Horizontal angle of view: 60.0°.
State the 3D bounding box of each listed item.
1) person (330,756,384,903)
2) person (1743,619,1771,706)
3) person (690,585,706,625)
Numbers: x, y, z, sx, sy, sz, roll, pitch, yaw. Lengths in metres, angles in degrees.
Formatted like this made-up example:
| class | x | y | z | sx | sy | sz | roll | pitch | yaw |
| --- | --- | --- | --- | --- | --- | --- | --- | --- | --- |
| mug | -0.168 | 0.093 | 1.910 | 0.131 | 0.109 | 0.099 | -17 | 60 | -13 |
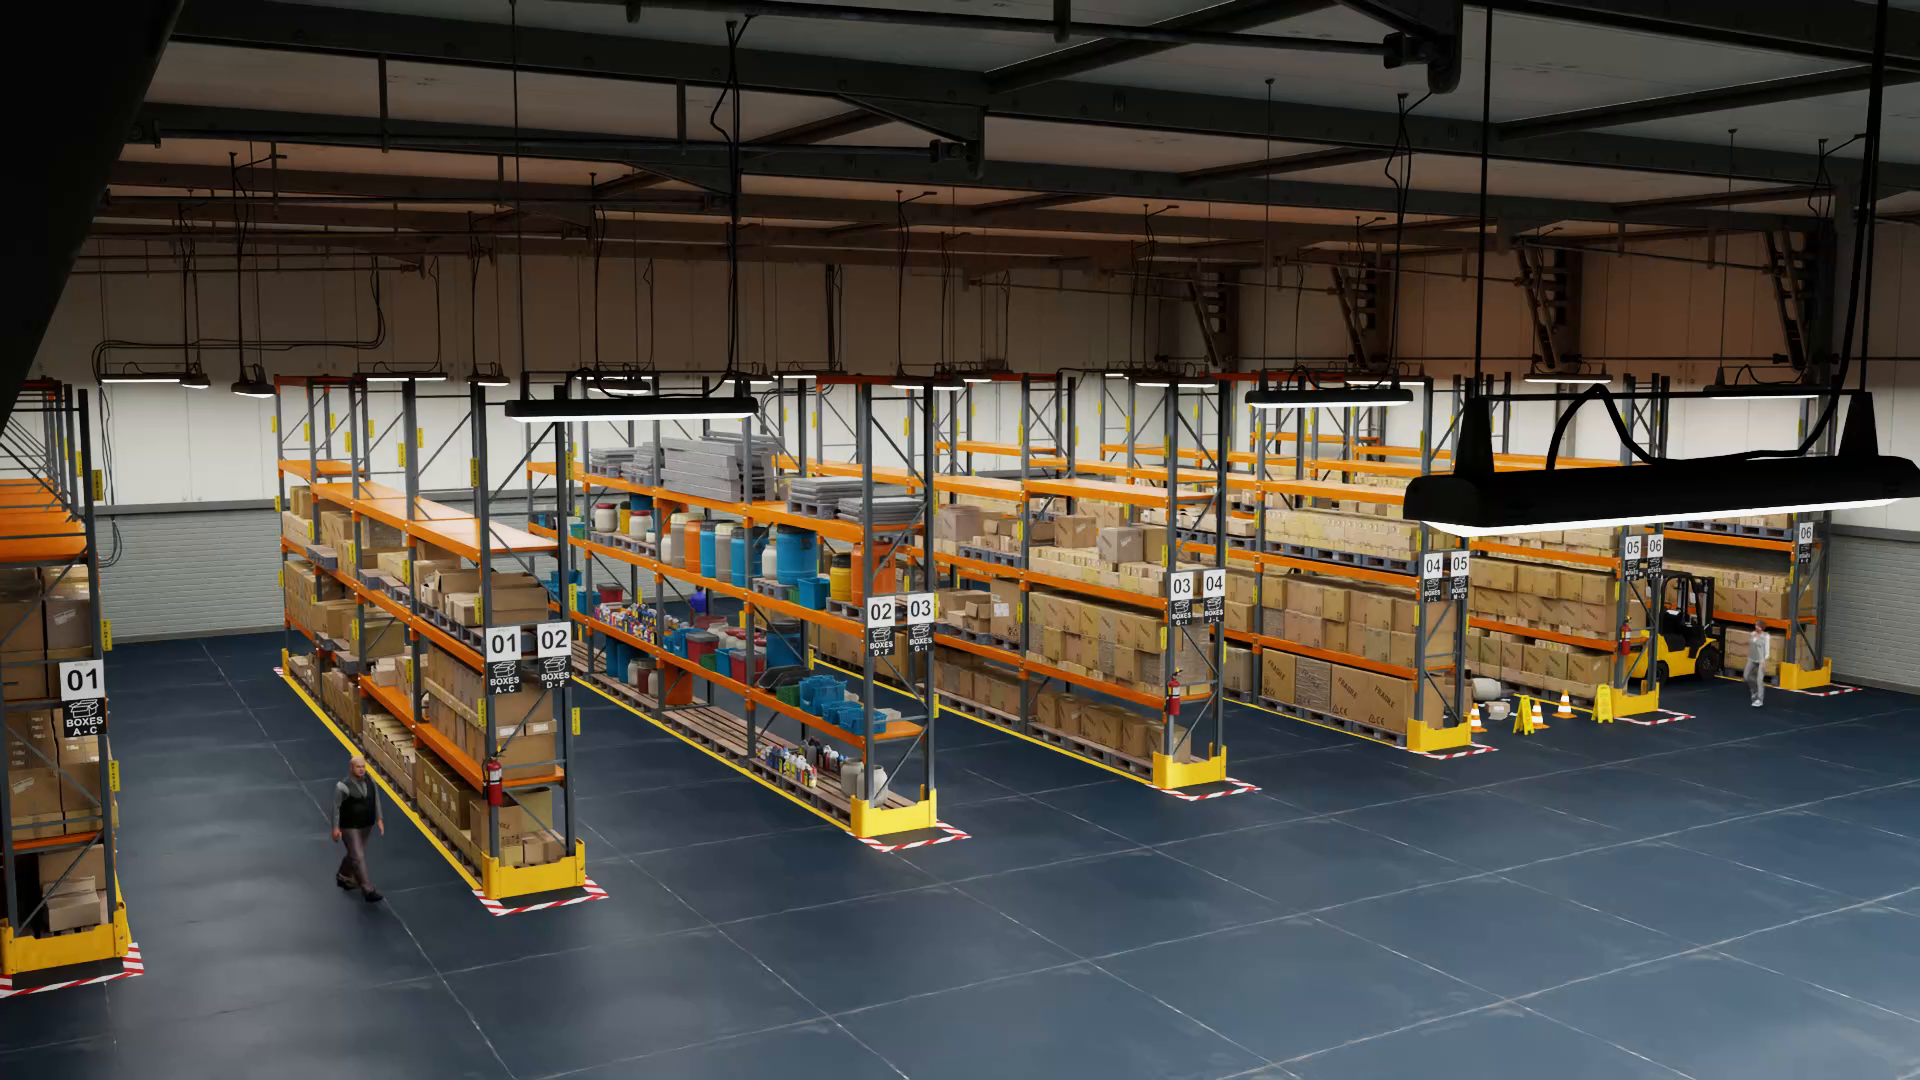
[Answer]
| class | x | y | z | sx | sy | sz | roll | pitch | yaw |
| --- | --- | --- | --- | --- | --- | --- | --- | --- | --- |
| person | -7.012 | 3.348 | 19.470 | 1.053 | 1.661 | 0.555 | 3 | 7 | 28 |
| person | 14.495 | 2.219 | 30.189 | 0.432 | 1.593 | 0.427 | -5 | 8 | -37 |
| person | -5.425 | 1.702 | 34.835 | 0.502 | 1.658 | 0.461 | 1 | 6 | 11 |
